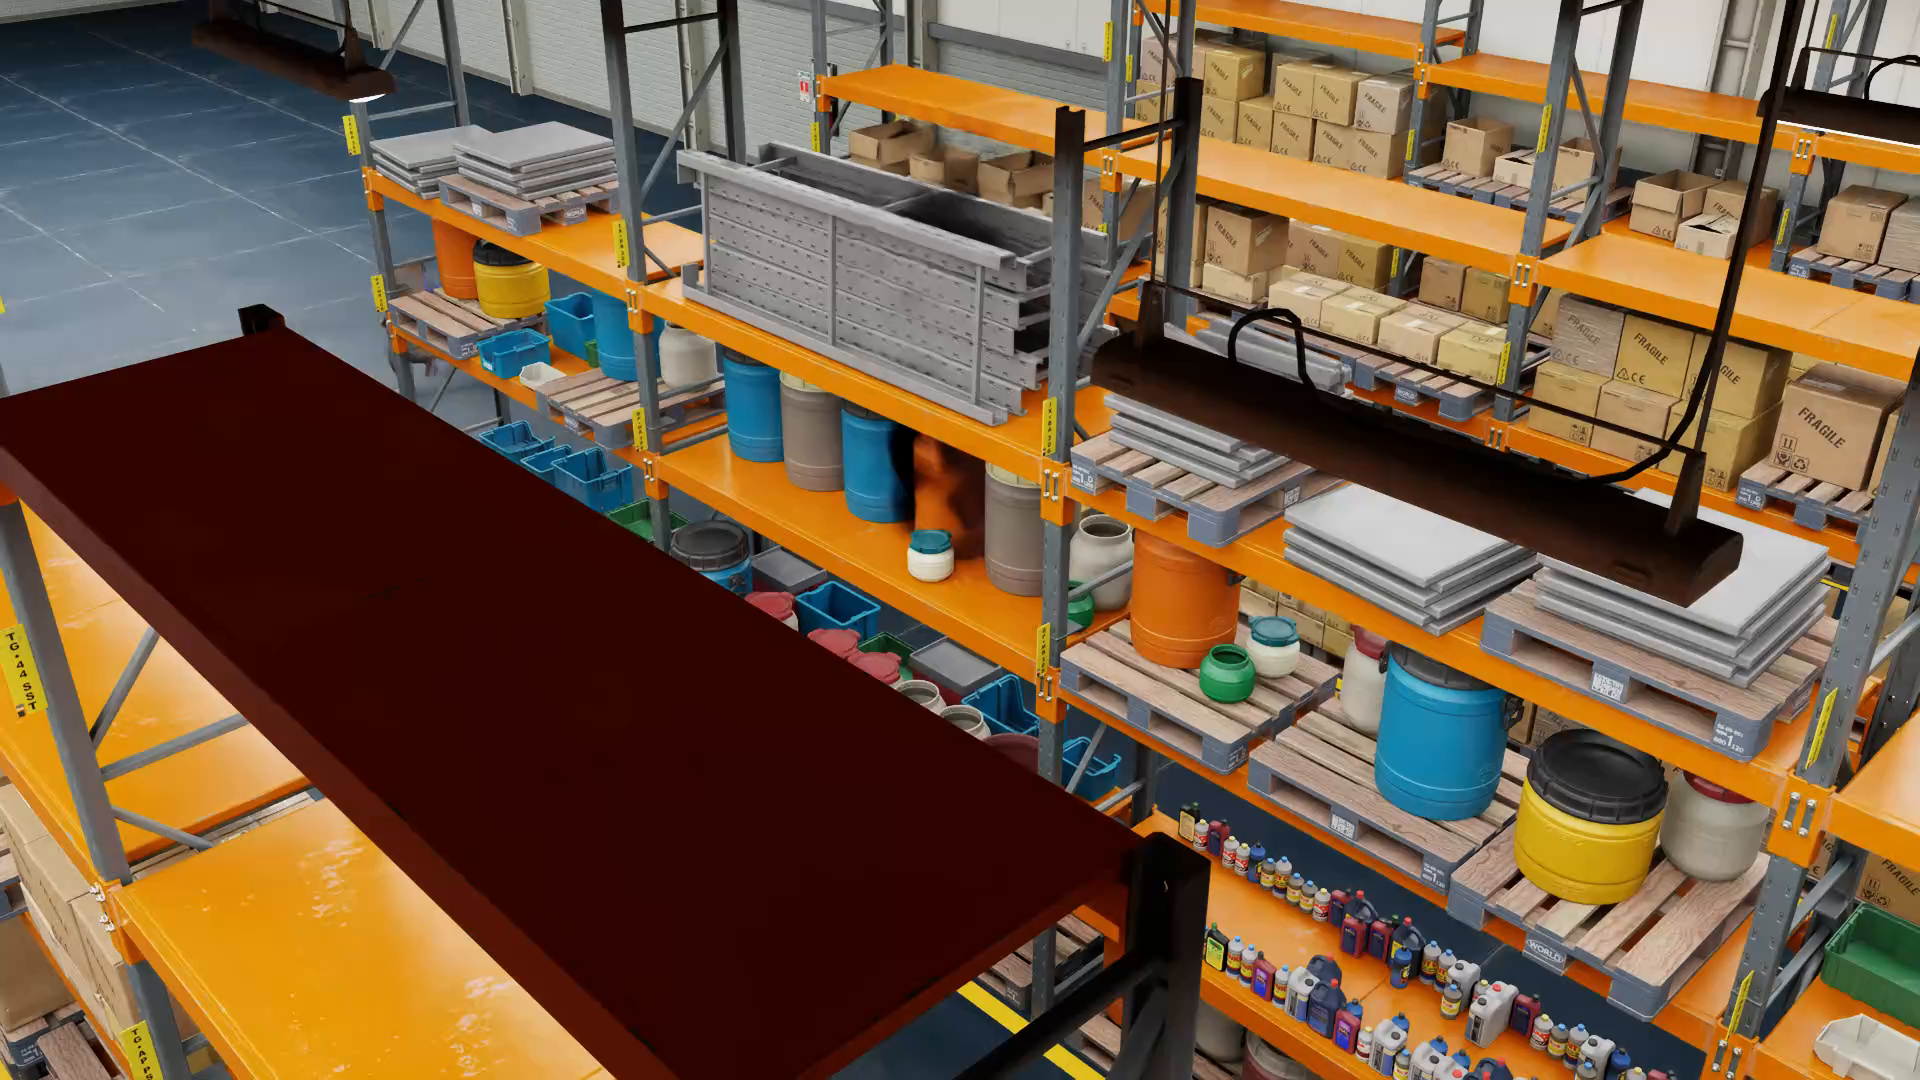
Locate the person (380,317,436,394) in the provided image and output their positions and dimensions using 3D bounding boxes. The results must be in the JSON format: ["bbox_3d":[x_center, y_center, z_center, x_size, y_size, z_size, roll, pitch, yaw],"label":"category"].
[{"bbox_3d":[-6.617,-2.520,19.874,0.611,1.618,0.575,-14,31,-25],"label":"person"}]
